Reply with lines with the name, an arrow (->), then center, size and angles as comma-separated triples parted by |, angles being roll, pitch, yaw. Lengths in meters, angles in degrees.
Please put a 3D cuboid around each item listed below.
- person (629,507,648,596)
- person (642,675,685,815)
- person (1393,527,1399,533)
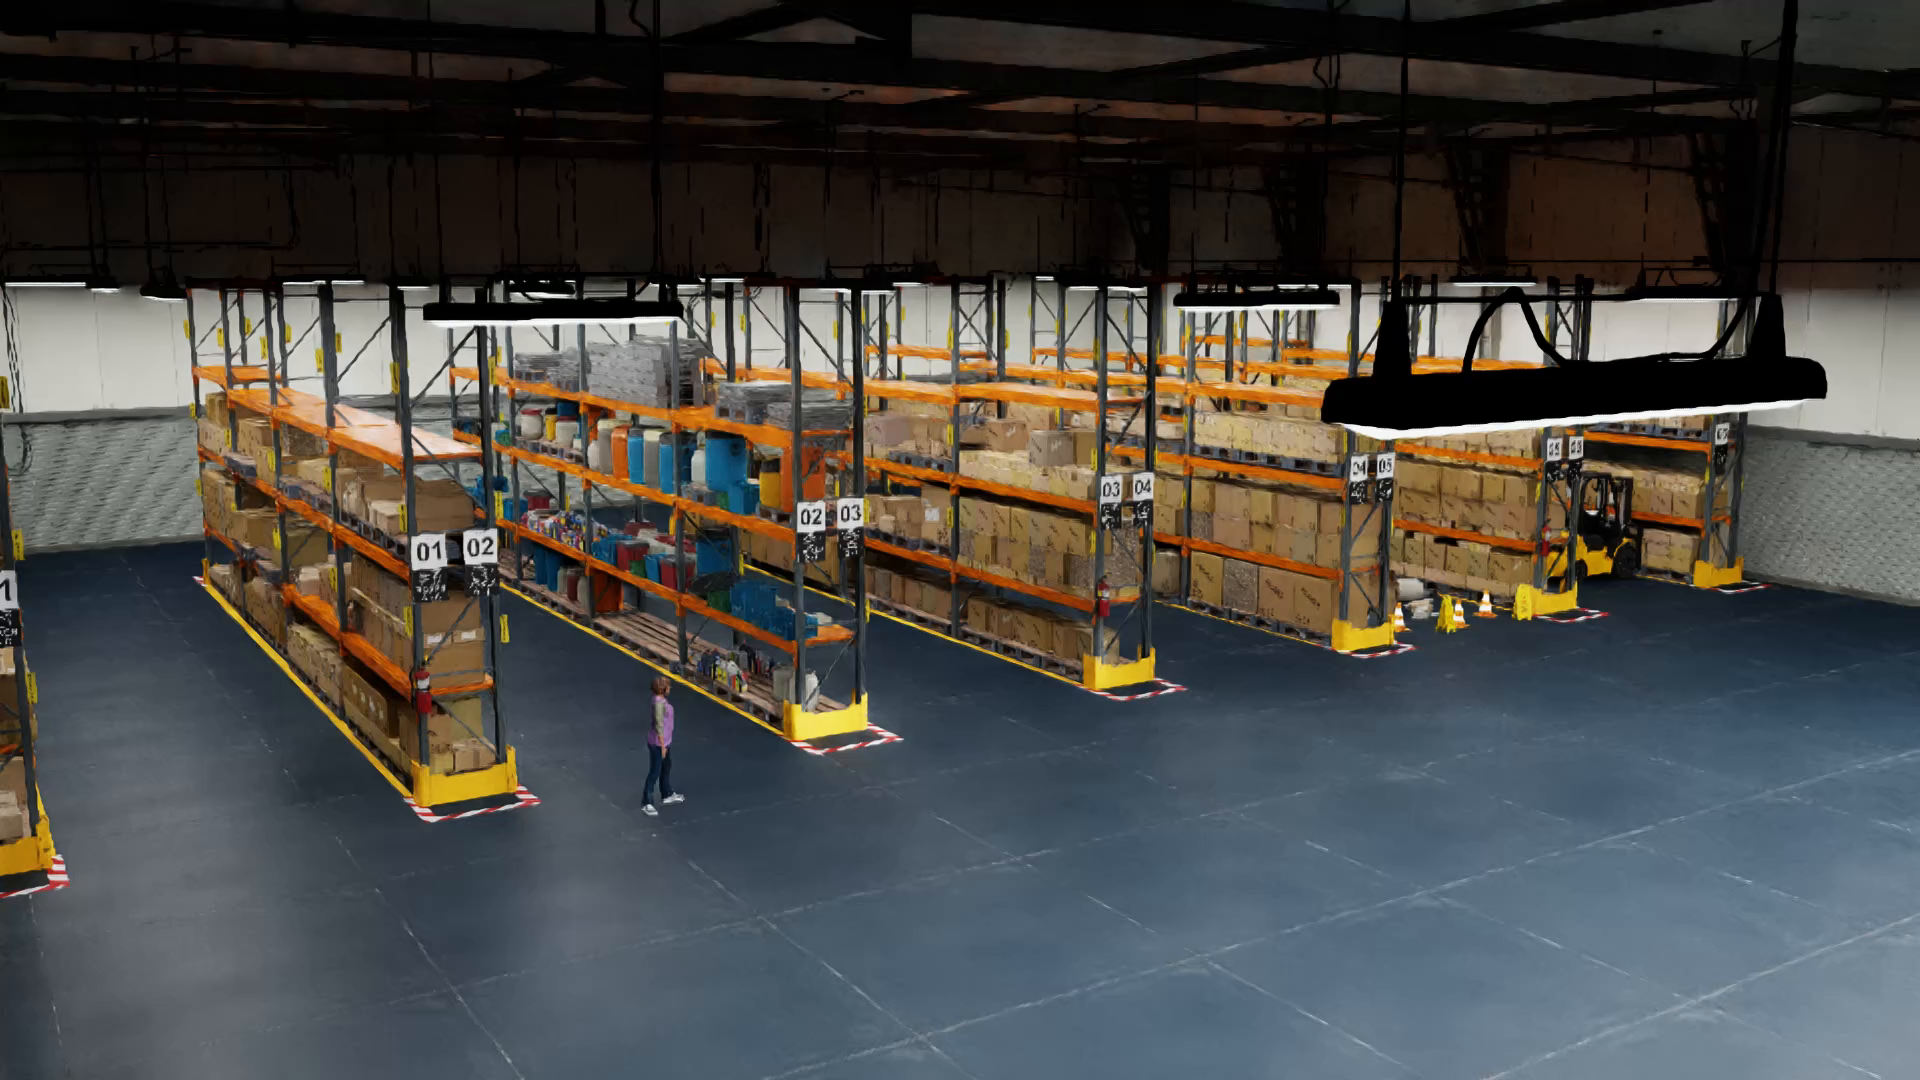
person -> -6.102, 0.199, 31.681 | 0.556, 1.700, 1.040 | -6, 11, -33
person -> -3.465, 2.336, 19.260 | 0.461, 1.594, 0.600 | -1, 10, -5
person -> 9.989, -0.885, 37.883 | 0.587, 1.763, 0.677 | -1, 10, -9
